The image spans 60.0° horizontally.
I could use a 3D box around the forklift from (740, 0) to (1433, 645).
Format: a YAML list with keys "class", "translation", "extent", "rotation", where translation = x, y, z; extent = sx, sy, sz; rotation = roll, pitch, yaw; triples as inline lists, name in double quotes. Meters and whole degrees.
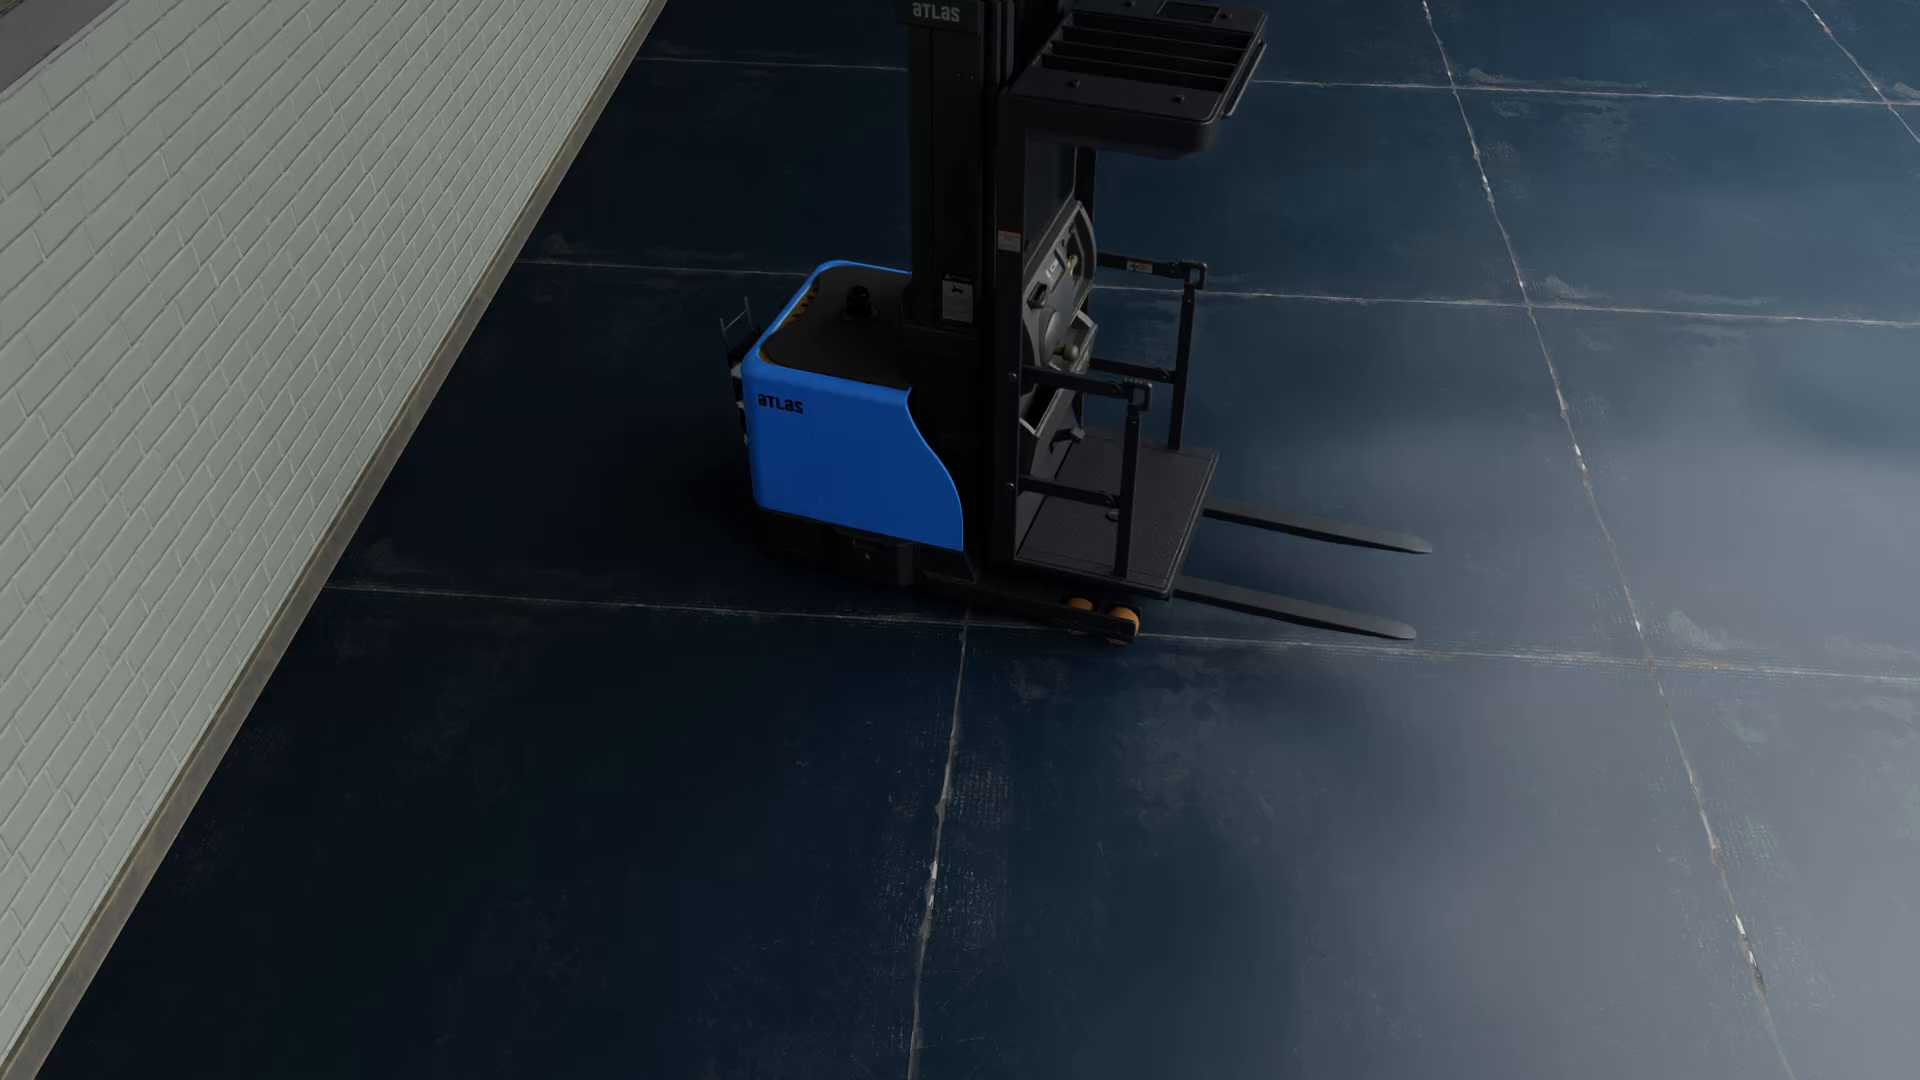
- class: "forklift"
  translation: [0.605, -1.054, 6.894]
  extent: [3.031, 2.935, 1.130]
  rotation: [12, 41, 15]

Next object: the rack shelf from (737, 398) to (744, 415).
- class: "rack shelf"
  translation: [-0.932, -0.690, 8.093]
  extent: [0.200, 0.077, 0.258]
  rotation: [12, 40, 24]

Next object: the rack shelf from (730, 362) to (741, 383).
- class: "rack shelf"
  translation: [-0.950, -0.834, 7.987]
  extent: [0.200, 0.077, 0.258]
  rotation: [12, 40, 24]

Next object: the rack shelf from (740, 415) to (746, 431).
- class: "rack shelf"
  translation: [-0.923, -0.618, 8.146]
  extent: [0.200, 0.077, 0.258]
  rotation: [12, 40, 24]

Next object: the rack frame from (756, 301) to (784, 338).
- class: "rack frame"
  translation: [-0.844, -0.698, 8.033]
  extent: [0.006, 0.900, 0.240]
  rotation: [12, 40, 24]

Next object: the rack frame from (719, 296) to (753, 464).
- class: "rack frame"
  translation: [-1.026, -0.735, 8.114]
  extent: [0.006, 0.900, 0.240]
  rotation: [12, 40, 24]

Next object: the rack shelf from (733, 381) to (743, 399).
- class: "rack shelf"
  translation: [-0.941, -0.762, 8.040]
  extent: [0.200, 0.077, 0.258]
  rotation: [12, 40, 24]

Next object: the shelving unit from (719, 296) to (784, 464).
- class: "shelving unit"
  translation: [-0.935, -0.716, 8.073]
  extent: [0.210, 0.900, 0.258]
  rotation: [12, 40, 24]

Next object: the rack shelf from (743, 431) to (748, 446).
- class: "rack shelf"
  translation: [-0.914, -0.546, 8.199]
  extent: [0.200, 0.077, 0.258]
  rotation: [12, 40, 24]

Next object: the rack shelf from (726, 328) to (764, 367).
- class: "rack shelf"
  translation: [-0.959, -0.906, 7.934]
  extent: [0.200, 0.077, 0.258]
  rotation: [12, 40, 24]
